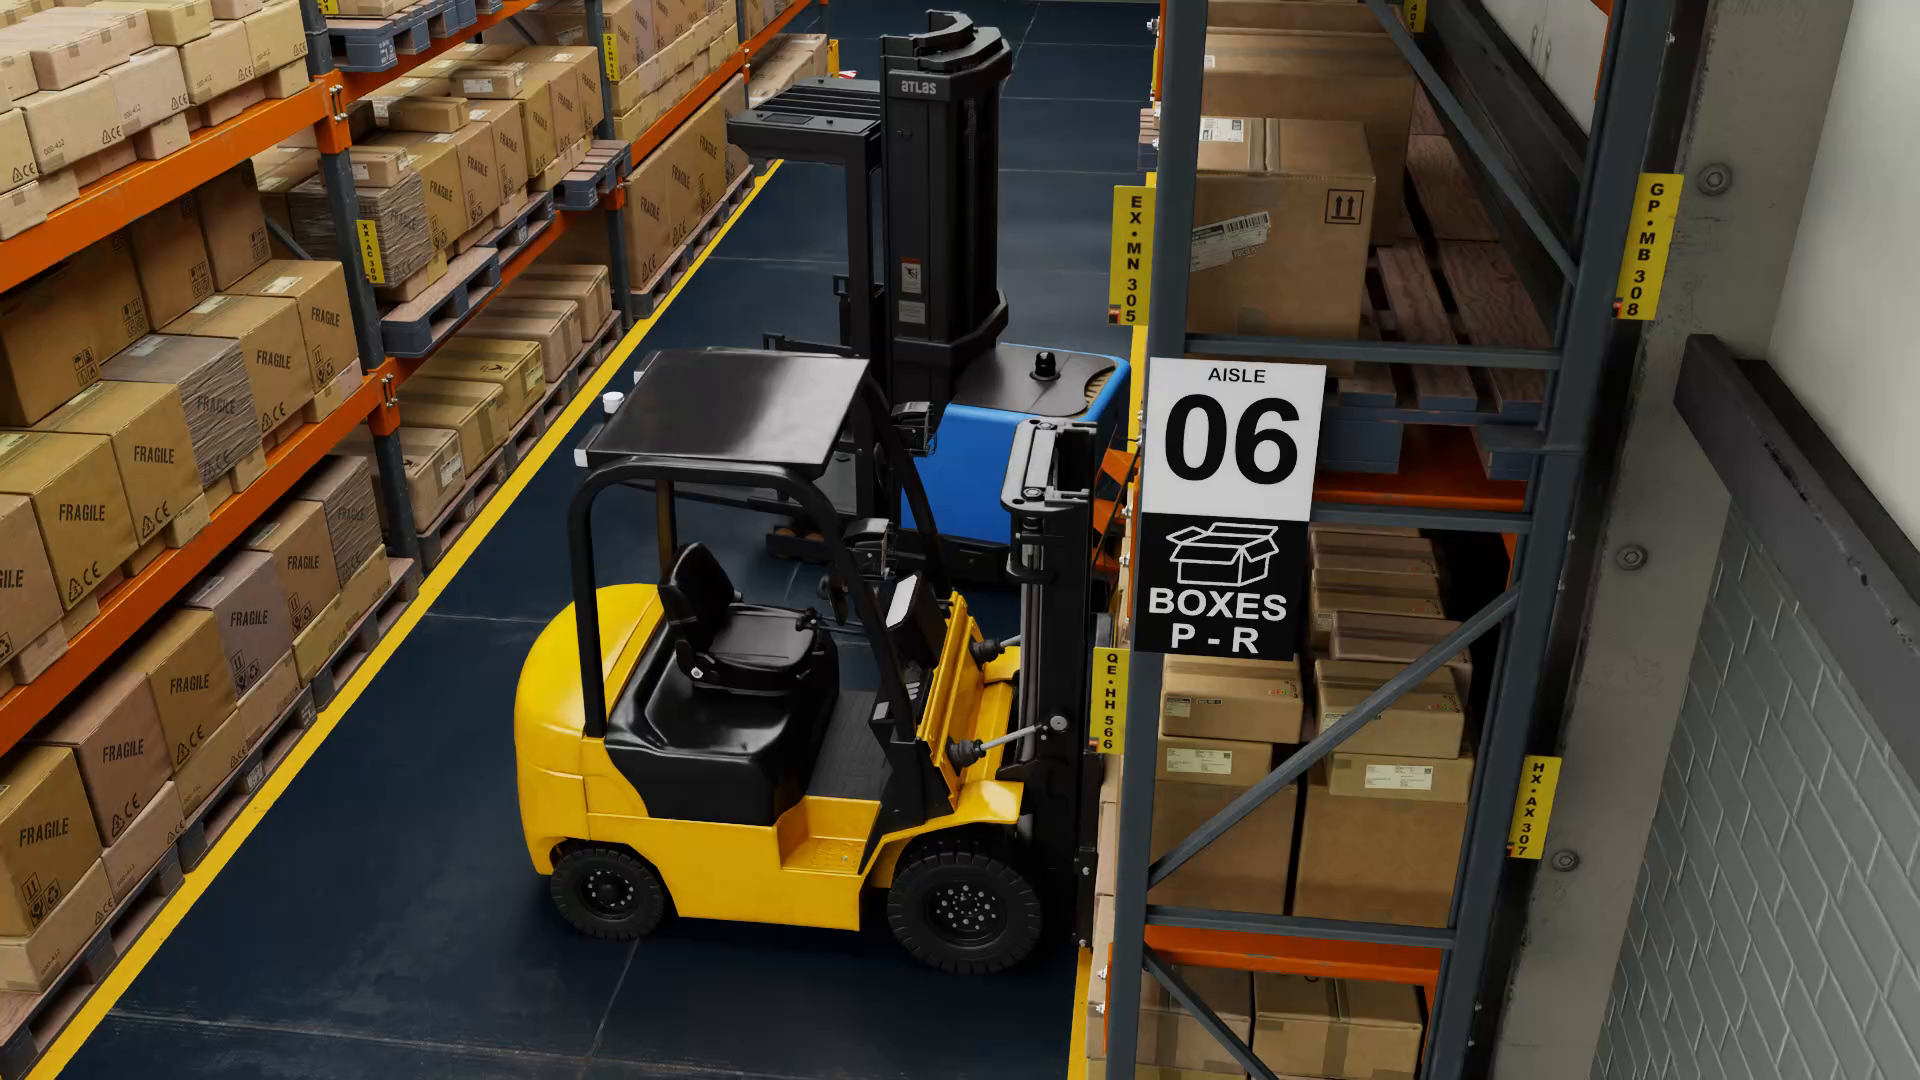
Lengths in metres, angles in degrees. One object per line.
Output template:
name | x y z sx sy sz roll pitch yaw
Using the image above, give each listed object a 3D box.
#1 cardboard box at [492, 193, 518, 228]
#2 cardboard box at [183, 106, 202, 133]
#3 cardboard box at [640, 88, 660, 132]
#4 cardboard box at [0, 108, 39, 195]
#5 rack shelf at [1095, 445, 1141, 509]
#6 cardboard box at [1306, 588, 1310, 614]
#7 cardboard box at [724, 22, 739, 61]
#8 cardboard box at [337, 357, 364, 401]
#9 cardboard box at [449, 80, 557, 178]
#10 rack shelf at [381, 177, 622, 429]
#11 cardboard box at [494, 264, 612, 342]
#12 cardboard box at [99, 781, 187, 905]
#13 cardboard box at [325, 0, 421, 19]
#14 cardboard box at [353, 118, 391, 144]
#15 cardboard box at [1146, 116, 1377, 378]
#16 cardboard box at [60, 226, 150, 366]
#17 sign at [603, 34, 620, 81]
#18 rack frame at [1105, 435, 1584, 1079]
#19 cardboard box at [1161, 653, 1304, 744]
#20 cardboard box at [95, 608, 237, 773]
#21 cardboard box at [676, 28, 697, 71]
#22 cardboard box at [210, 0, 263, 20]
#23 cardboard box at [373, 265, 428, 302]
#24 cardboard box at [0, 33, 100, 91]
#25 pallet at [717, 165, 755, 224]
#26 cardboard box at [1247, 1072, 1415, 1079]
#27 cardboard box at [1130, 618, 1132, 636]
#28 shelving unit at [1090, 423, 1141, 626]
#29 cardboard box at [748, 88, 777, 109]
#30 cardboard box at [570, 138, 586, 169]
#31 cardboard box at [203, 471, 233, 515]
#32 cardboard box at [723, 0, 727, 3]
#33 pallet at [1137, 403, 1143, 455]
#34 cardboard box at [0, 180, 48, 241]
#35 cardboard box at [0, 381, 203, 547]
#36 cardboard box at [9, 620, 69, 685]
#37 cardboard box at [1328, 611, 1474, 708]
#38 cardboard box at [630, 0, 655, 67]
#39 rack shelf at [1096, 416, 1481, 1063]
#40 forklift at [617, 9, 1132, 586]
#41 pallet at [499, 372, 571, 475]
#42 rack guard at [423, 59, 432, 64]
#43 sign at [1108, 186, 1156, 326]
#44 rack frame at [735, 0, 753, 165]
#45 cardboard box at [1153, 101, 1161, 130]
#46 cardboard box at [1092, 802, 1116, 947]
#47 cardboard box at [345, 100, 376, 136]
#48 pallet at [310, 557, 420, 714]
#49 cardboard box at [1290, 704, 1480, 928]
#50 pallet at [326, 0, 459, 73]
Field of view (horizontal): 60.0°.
cardboard box | -2.939 -2.024 10.166 0.380 0.149 0.250 4 29 8
cardboard box | -3.447 -1.787 7.007 0.380 0.149 0.250 2 28 4
cardboard box | -2.663 -3.371 13.003 0.500 0.250 0.500 3 28 5
cardboard box | -3.562 -1.301 5.684 0.500 0.250 0.500 4 29 8
rack shelf | 0.871 -0.314 8.669 0.215 0.259 0.240 9 22 -30
cardboard box | 1.326 0.238 5.356 0.380 0.149 0.250 2 28 4
cardboard box | -2.332 -4.570 15.228 0.500 0.250 0.500 3 28 5
cardboard box | -3.245 -0.816 8.367 0.380 0.149 0.250 3 28 6
cardboard box | -2.911 -2.627 10.601 0.500 0.500 0.500 1 28 3
rack shelf | -3.263 -1.721 10.540 1.077 0.370 4.000 3 28 6
cardboard box | -3.097 -1.741 12.147 0.950 0.372 0.625 1 28 3
cardboard box | -3.554 1.209 6.799 0.500 0.250 0.500 4 29 8
cardboard box | -3.038 -2.787 8.313 0.500 0.250 0.500 3 28 5
cardboard box | -3.550 -2.163 9.740 0.500 0.500 0.500 4 29 8
cardboard box | 0.741 -0.742 4.149 0.500 0.500 0.500 4 29 8
cardboard box | -3.950 -1.043 7.049 0.700 0.500 0.500 3 28 5
sign | -2.478 -3.426 11.810 0.100 0.325 0.005 3 28 6
rack frame | 0.929 1.074 4.594 1.000 3.000 0.127 3 28 6
cardboard box | 0.764 0.432 4.682 0.380 0.149 0.250 3 29 6
cardboard box | -3.493 0.626 7.092 0.500 0.500 0.500 4 29 7
cardboard box | -2.497 -4.072 13.777 0.500 0.250 0.500 4 29 7
cardboard box | -3.286 -2.368 7.245 0.380 0.149 0.250 3 28 5
cardboard box | -3.126 -1.412 9.030 0.380 0.149 0.250 4 29 7
cardboard box | -3.425 -1.760 6.115 0.380 0.149 0.250 4 29 7
pallet | -2.547 -3.266 15.590 1.003 0.211 1.213 3 28 6
cardboard box | 1.193 1.670 5.417 0.500 0.250 0.500 4 29 7
cardboard box | 0.864 0.298 5.929 0.500 0.500 0.500 3 28 5
shelving unit | 0.782 -0.071 8.758 0.215 1.050 0.252 9 22 -30
cardboard box | -2.344 -4.208 16.656 0.875 0.438 0.875 3 28 5
cardboard box | -2.772 -2.633 11.298 0.380 0.149 0.250 3 28 6
cardboard box | -3.427 -0.219 7.259 0.380 0.149 0.250 3 28 5
cardboard box | -2.333 -5.121 14.933 0.500 0.500 0.500 4 29 8
pallet | 1.618 -0.507 10.468 1.003 0.211 1.213 3 28 6
cardboard box | -3.480 -1.169 5.859 0.380 0.149 0.250 4 29 7
cardboard box | -3.489 -0.319 6.760 0.500 0.500 0.500 3 28 5
cardboard box | -3.544 0.393 6.123 0.380 0.149 0.250 4 29 7
cardboard box | 1.277 0.346 4.842 0.380 0.149 0.250 4 29 8
cardboard box | -2.663 -3.915 12.695 0.500 0.500 0.500 3 29 6
rack shelf | 1.174 0.449 6.512 1.077 0.370 4.000 3 28 6
forklift | -0.592 -1.385 9.231 3.031 2.935 1.130 9 30 16
pallet | -3.267 -0.811 11.032 1.003 0.211 1.213 3 28 6
rack guard | -6.972 -5.848 20.078 1.175 0.500 0.348 3 28 6
sign | 0.392 -0.640 3.762 0.100 0.325 0.005 3 28 6
rack frame | -2.527 -4.862 15.611 1.000 3.000 0.127 3 28 6
cardboard box | 1.609 -3.098 12.160 0.380 0.149 0.250 4 29 7
cardboard box | 0.733 1.184 5.793 0.500 0.250 0.500 4 29 7
cardboard box | -3.593 -2.427 9.547 0.380 0.149 0.250 2 28 4
pallet | -3.555 0.450 8.692 1.003 0.211 1.213 3 28 6
cardboard box | 1.265 0.813 4.974 0.500 0.500 0.500 4 29 8
pallet | -3.326 -2.618 8.482 1.213 0.211 1.003 3 28 6
